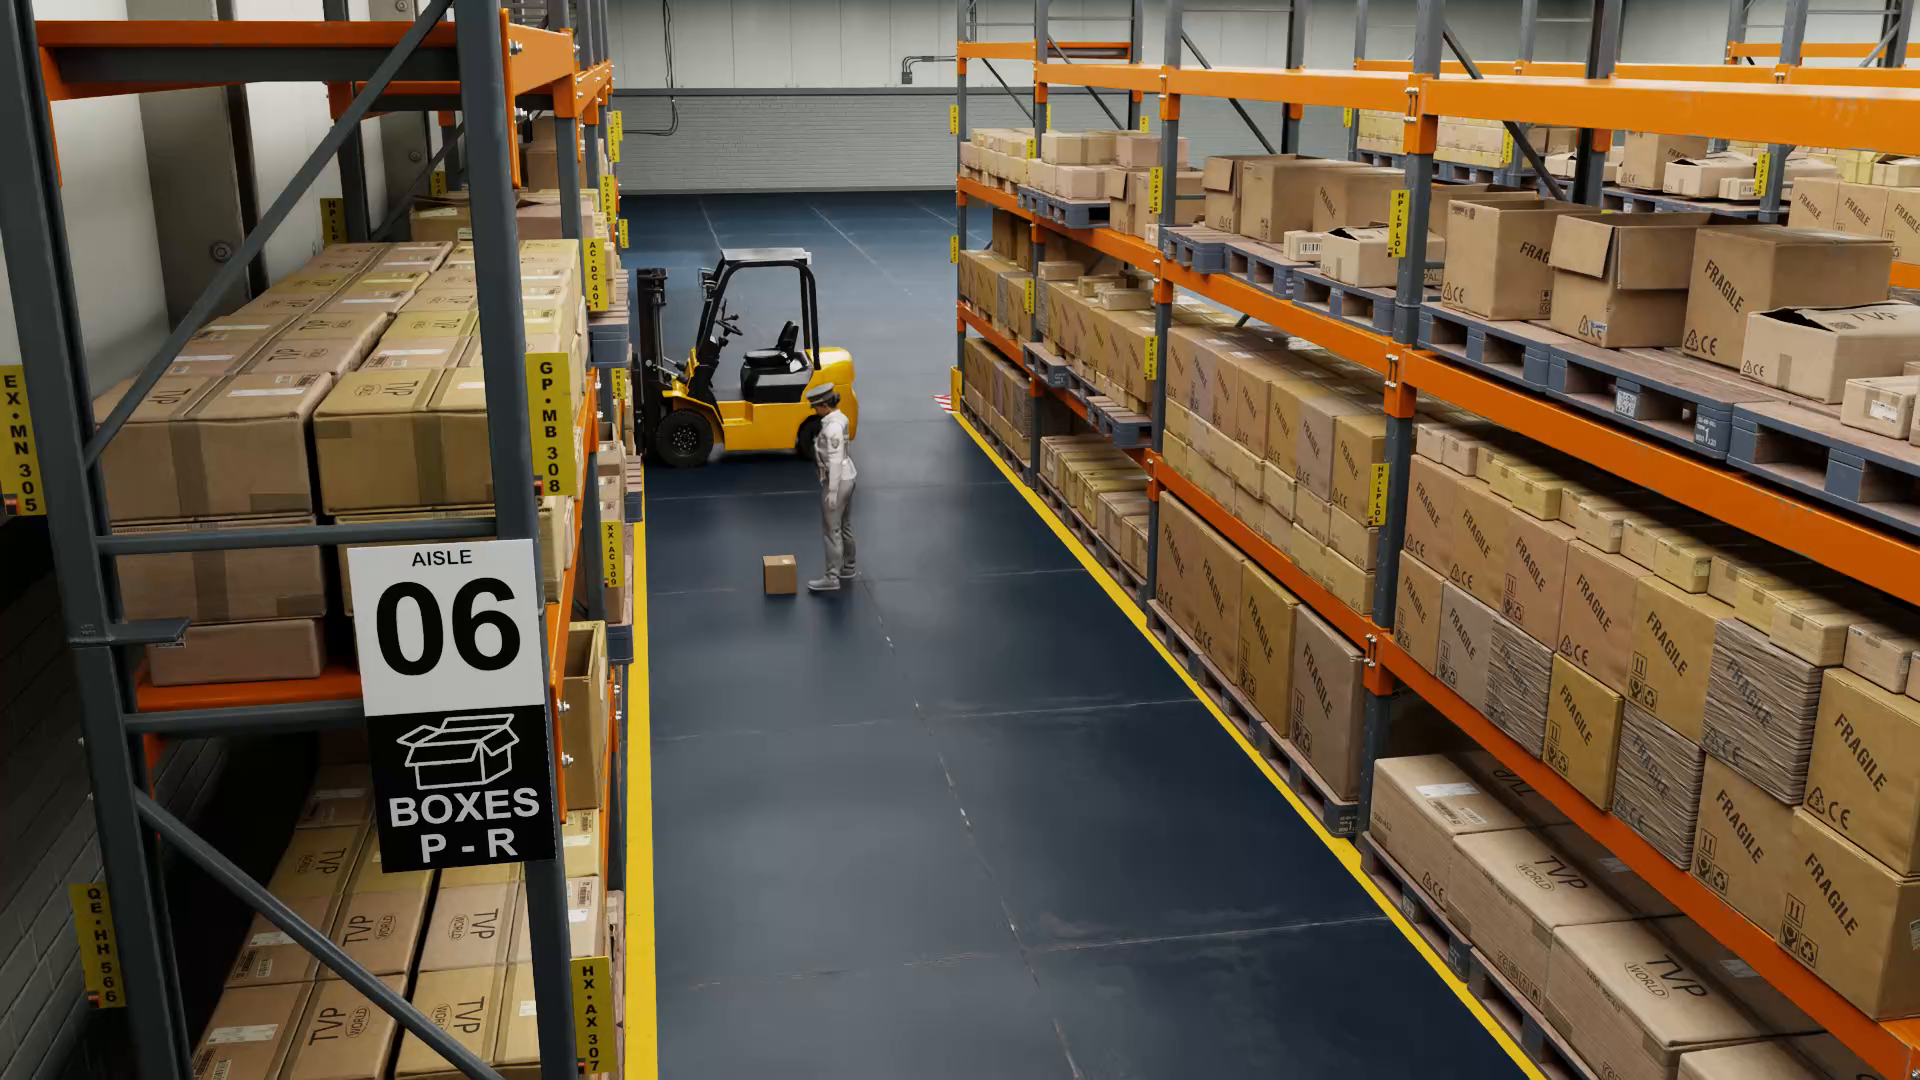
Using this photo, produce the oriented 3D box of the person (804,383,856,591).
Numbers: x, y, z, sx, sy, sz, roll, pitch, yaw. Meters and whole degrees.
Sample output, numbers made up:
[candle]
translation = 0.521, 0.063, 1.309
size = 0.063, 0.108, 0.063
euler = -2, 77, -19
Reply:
[person]
translation = -1.041, -0.438, 13.452
size = 0.406, 1.668, 0.523
euler = 1, 16, 2
